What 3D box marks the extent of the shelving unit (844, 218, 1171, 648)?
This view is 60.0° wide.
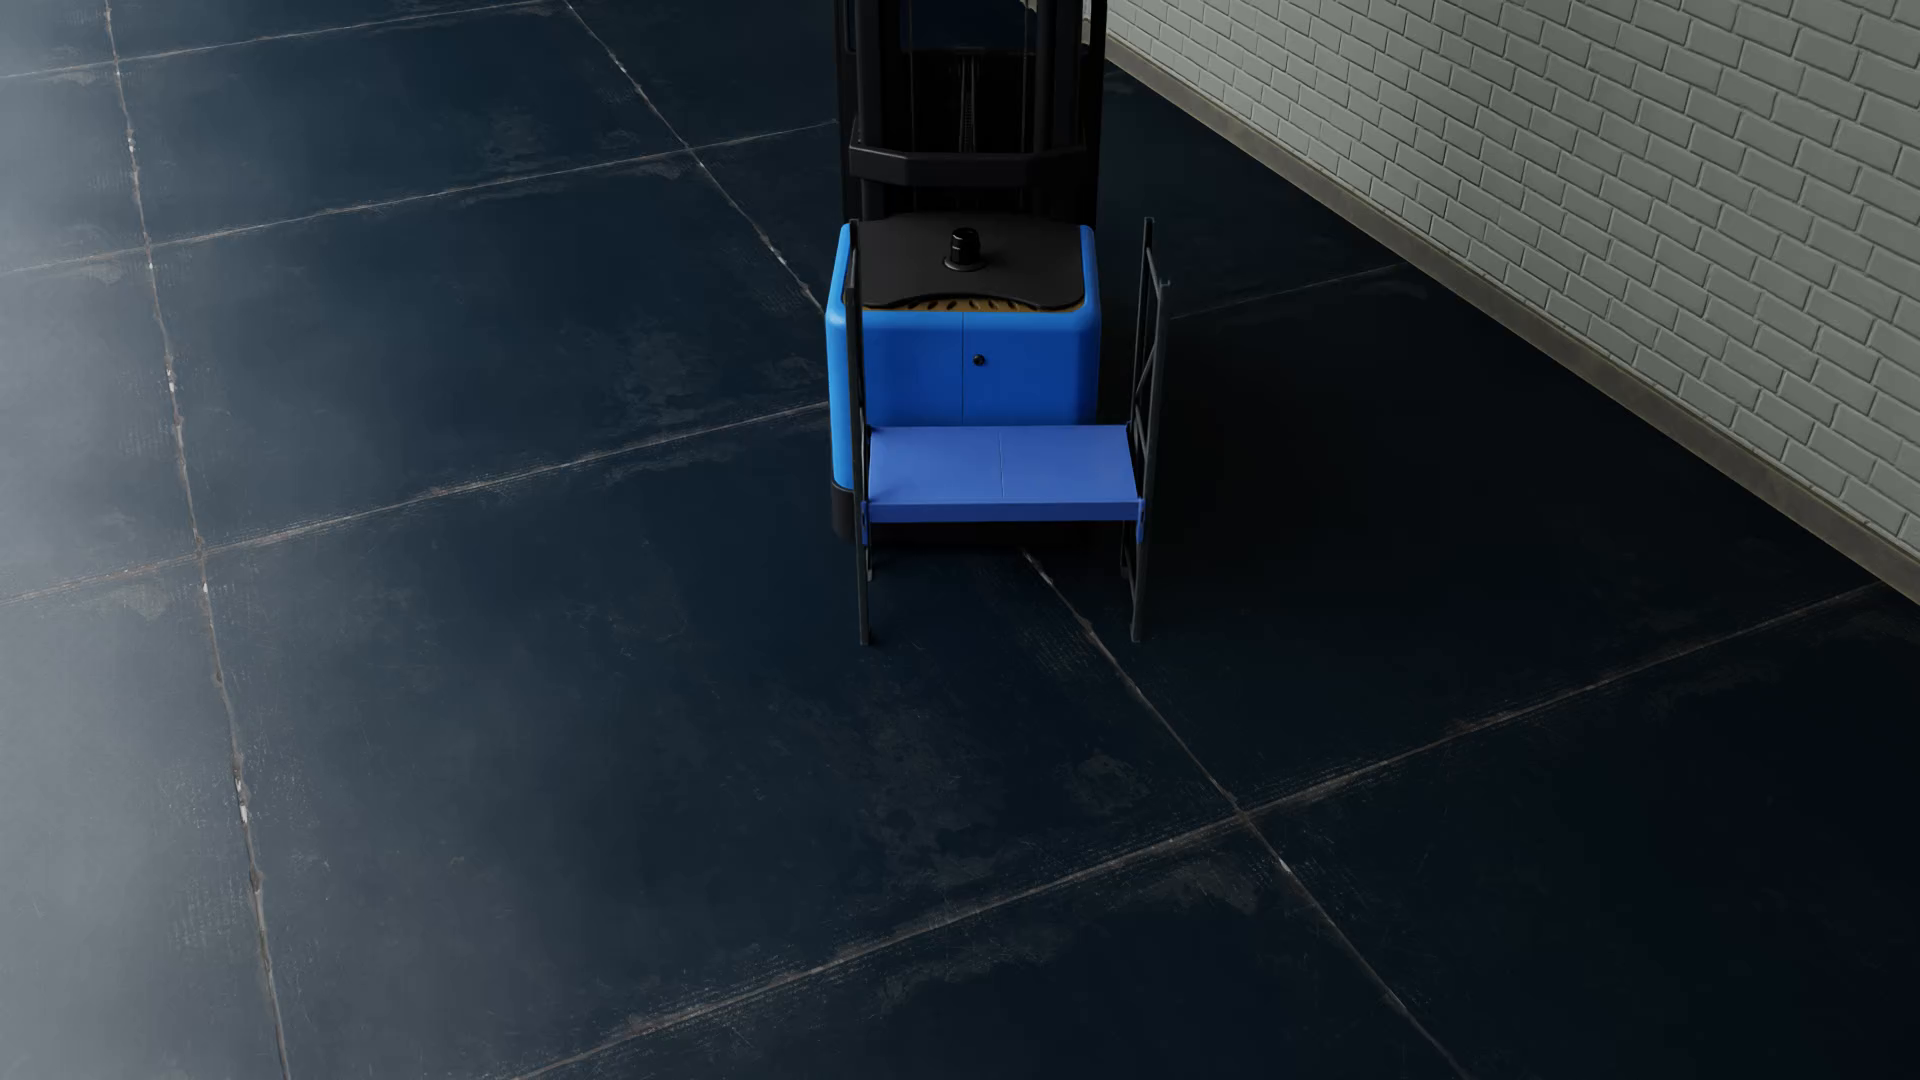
[{"bbox_3d":[0.149,-0.353,5.967,1.048,1.500,0.538,-1,37,-1],"label":"shelving unit"}]

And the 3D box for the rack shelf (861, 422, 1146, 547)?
[{"bbox_3d":[0.149,-0.209,6.074,1.000,0.185,0.538,-1,37,-1],"label":"rack shelf"}]

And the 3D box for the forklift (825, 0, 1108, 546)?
[{"bbox_3d":[0.045,-2.004,6.992,1.130,2.935,3.031,1,37,1],"label":"forklift"}]

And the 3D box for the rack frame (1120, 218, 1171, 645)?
[{"bbox_3d":[0.657,-0.358,5.974,0.032,1.500,0.500,-1,37,-1],"label":"rack frame"}]

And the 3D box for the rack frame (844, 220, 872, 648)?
[{"bbox_3d":[-0.360,-0.348,5.960,0.032,1.500,0.500,-1,37,-1],"label":"rack frame"}]
